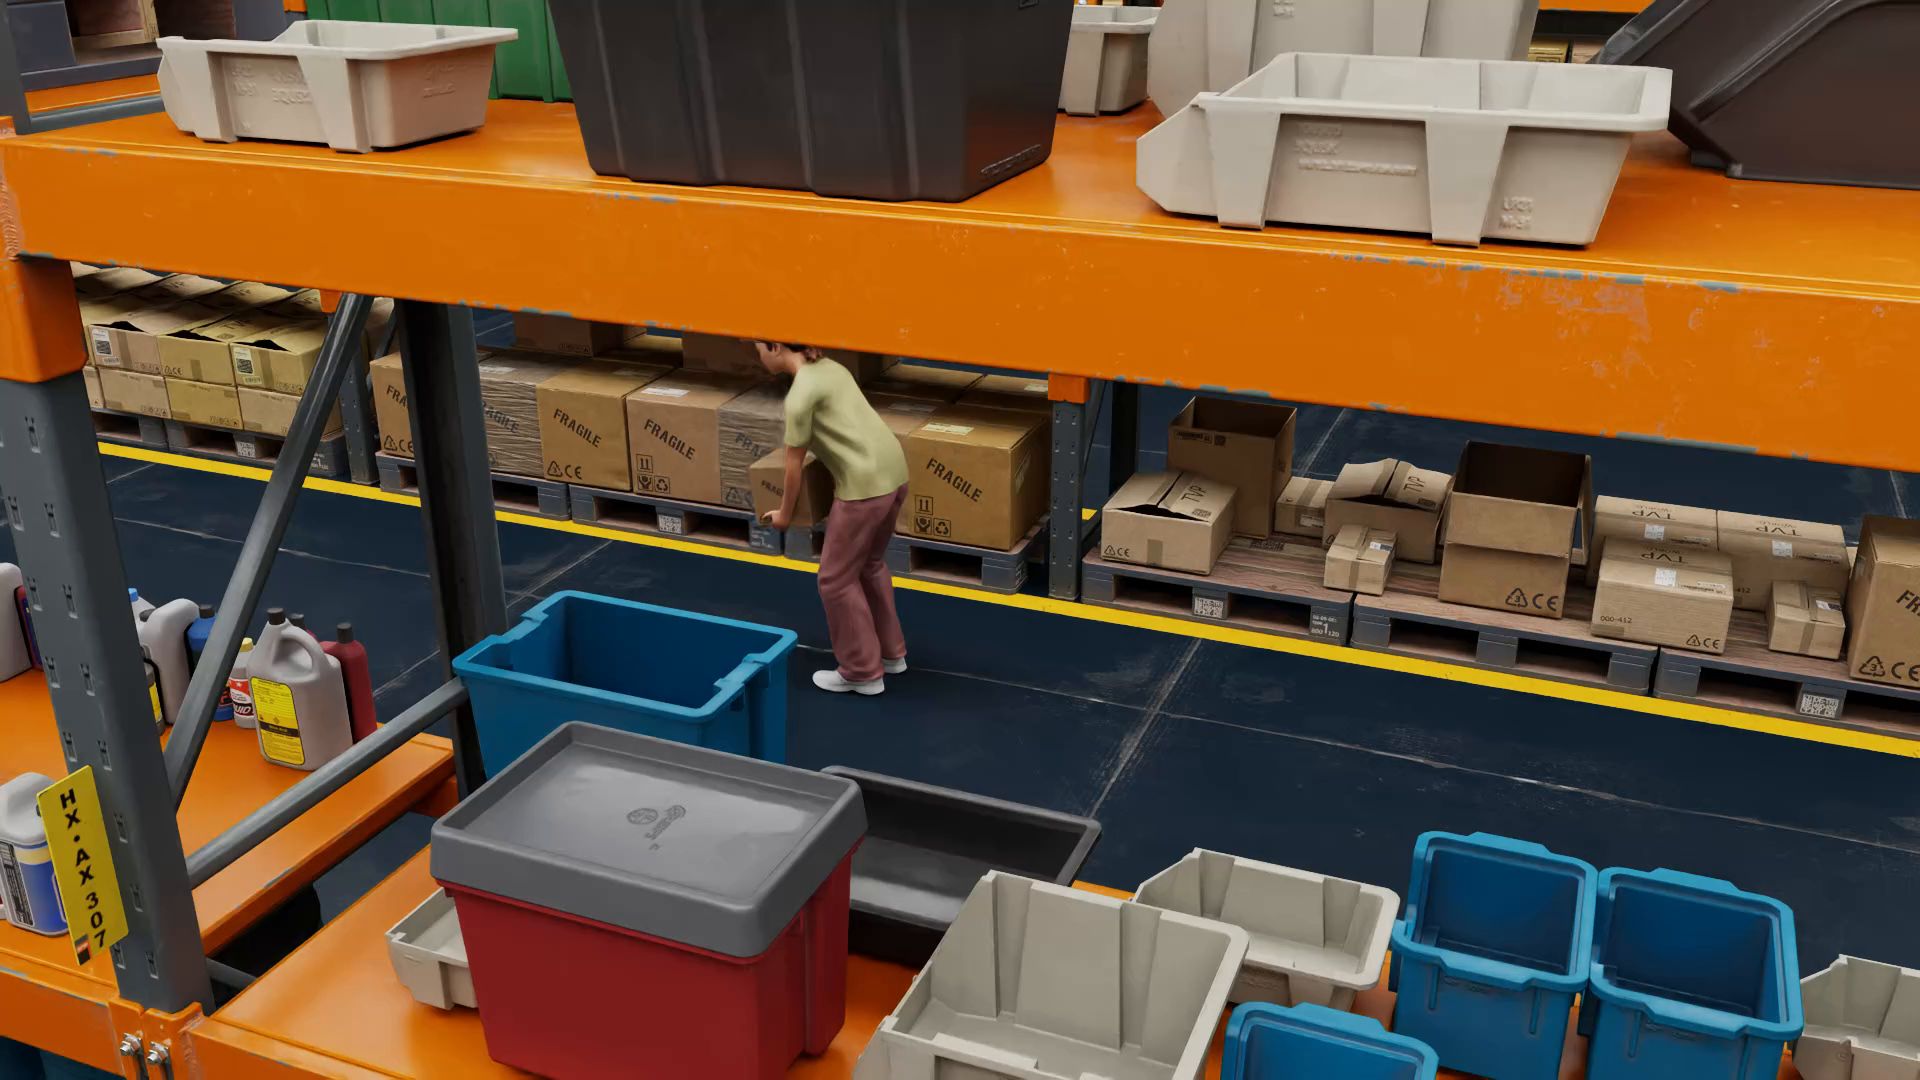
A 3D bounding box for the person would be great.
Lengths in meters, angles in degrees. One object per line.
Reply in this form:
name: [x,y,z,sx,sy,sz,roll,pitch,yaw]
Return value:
person: [-0.515,-0.160,6.647,0.615,1.555,0.402,9,24,20]
